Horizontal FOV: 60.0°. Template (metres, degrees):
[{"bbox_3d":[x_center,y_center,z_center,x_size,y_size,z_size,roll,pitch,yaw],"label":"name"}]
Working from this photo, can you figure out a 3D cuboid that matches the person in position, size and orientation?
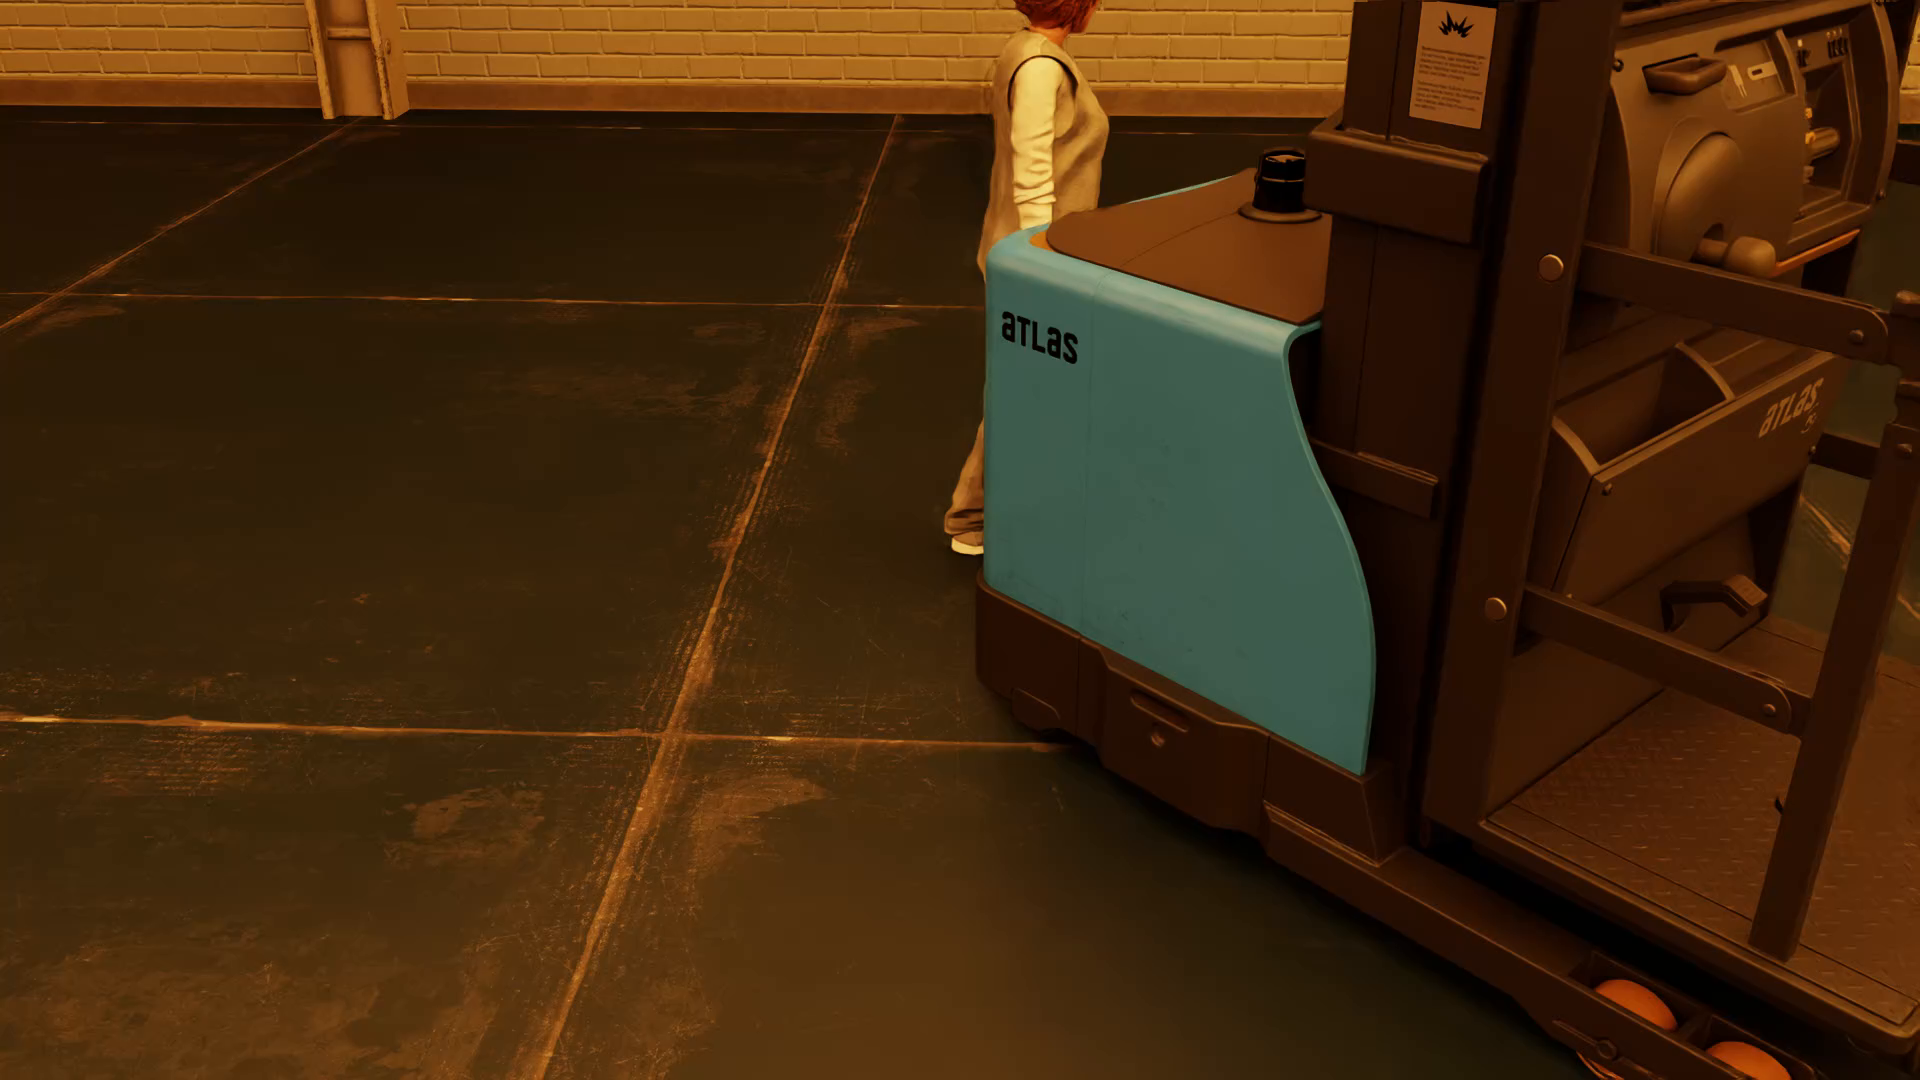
[{"bbox_3d":[0.272,-0.660,4.087,0.628,1.575,0.576,-2,26,-5],"label":"person"}]

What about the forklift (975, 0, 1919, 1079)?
[{"bbox_3d":[1.395,-0.616,2.458,1.130,2.935,3.031,-22,34,-37],"label":"forklift"}]
